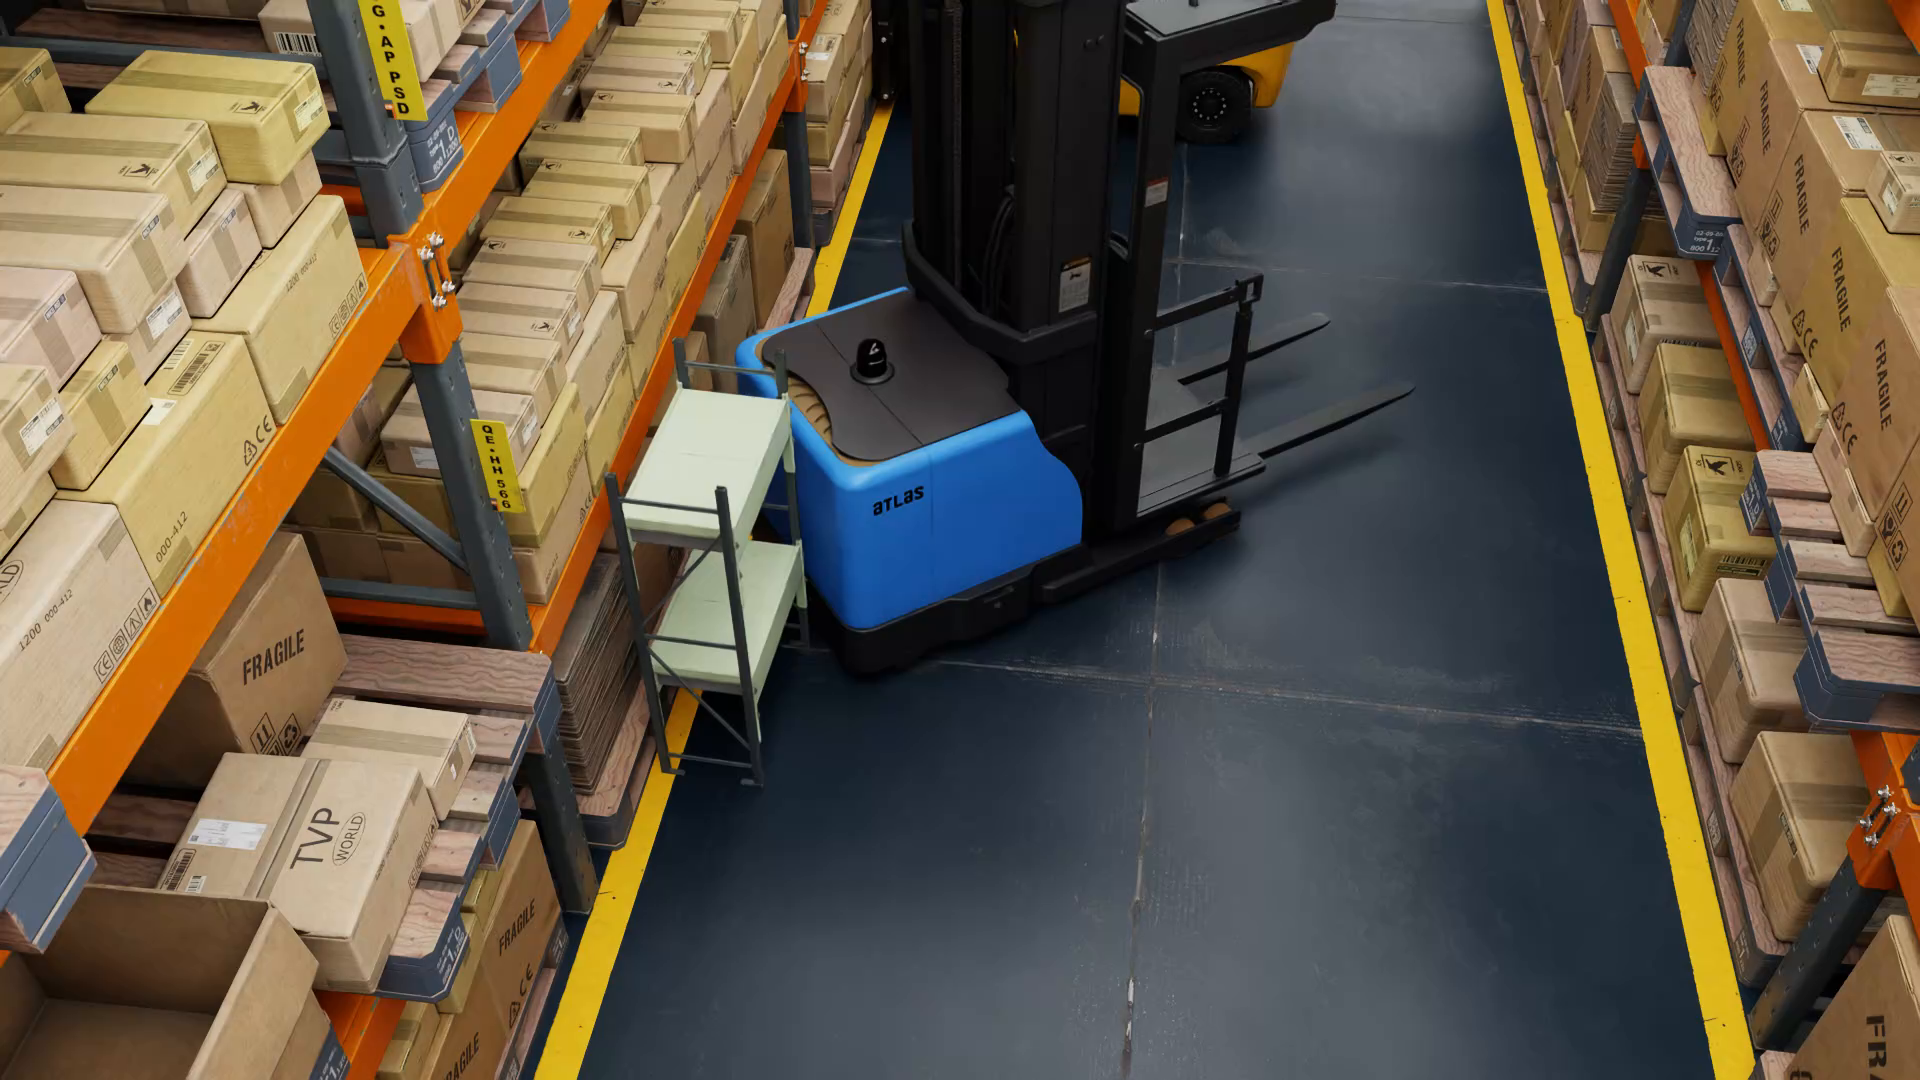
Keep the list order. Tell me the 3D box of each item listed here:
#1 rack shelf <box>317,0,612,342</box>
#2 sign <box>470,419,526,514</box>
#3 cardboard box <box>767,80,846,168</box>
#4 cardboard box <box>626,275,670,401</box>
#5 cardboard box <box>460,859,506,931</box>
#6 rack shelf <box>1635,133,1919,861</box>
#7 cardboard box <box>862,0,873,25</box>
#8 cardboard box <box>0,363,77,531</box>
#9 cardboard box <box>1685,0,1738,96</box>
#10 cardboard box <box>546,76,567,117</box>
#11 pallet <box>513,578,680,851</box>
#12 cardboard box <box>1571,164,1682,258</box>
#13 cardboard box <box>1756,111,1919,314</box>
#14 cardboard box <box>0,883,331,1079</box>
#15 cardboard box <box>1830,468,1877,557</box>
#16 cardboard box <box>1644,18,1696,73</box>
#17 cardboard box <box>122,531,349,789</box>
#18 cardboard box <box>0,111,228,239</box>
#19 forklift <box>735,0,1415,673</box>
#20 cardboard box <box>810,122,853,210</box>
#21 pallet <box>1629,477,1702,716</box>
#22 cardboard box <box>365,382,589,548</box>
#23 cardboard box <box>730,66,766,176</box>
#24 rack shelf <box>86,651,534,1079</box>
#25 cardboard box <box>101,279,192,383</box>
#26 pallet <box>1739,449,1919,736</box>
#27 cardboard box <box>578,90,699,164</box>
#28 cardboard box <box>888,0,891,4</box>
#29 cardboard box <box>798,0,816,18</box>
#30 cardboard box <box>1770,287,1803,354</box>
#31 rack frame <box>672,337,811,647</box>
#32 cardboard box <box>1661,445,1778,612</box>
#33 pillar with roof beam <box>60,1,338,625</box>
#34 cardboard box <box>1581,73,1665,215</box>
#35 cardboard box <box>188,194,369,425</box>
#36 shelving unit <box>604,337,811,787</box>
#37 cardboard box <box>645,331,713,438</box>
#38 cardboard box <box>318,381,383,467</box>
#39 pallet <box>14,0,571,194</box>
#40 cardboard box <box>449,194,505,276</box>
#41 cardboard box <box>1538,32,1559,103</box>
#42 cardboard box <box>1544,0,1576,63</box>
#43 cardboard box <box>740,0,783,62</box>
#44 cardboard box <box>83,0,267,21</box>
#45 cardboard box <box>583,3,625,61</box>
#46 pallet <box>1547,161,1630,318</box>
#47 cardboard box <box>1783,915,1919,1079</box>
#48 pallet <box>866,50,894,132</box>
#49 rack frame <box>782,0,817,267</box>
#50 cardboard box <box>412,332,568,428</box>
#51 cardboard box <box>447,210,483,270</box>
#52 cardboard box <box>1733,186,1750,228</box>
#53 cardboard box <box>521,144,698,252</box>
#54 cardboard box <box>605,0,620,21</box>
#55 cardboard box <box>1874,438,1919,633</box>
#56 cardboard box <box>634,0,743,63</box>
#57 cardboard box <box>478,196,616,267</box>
[{"bbox_3d":[-1.530,-2.039,5.586,1.077,0.370,4.000,5,44,6],"label":"rack shelf"},{"bbox_3d":[-1.256,-0.197,4.514,0.100,0.325,0.005,5,44,6],"label":"sign"},{"bbox_3d":[-0.896,-2.211,8.757,0.500,0.250,0.500,5,44,5],"label":"cardboard box"},{"bbox_3d":[-1.361,-0.768,6.011,0.500,0.250,0.500,4,44,4],"label":"cardboard box"},{"bbox_3d":[-1.609,1.031,5.042,0.380,0.149,0.250,3,44,3],"label":"cardboard box"},{"bbox_3d":[3.390,-0.501,6.143,1.077,0.370,4.000,5,44,6],"label":"rack shelf"},{"bbox_3d":[-0.759,-3.080,9.311,0.500,0.250,0.500,7,44,7],"label":"cardboard box"},{"bbox_3d":[-1.688,-0.162,2.683,0.380,0.149,0.250,4,44,5],"label":"cardboard box"},{"bbox_3d":[3.308,-2.129,6.745,0.500,0.500,0.500,6,44,7],"label":"cardboard box"},{"bbox_3d":[-1.746,-1.762,6.407,0.380,0.149,0.250,5,44,5],"label":"cardboard box"},{"bbox_3d":[-1.647,0.607,6.478,1.003,0.211,1.213,5,44,6],"label":"pallet"},{"bbox_3d":[3.466,-1.707,8.588,0.500,0.250,0.500,7,44,7],"label":"cardboard box"},{"bbox_3d":[3.107,-1.101,5.659,0.500,0.500,0.500,4,44,4],"label":"cardboard box"},{"bbox_3d":[-1.827,1.091,3.558,0.797,0.503,0.637,4,44,5],"label":"cardboard box"},{"bbox_3d":[2.888,-0.071,5.042,0.380,0.149,0.250,5,44,5],"label":"cardboard box"},{"bbox_3d":[3.395,-2.281,7.682,0.380,0.149,0.250,5,44,5],"label":"cardboard box"},{"bbox_3d":[-2.018,0.300,4.396,0.500,0.500,0.500,7,44,7],"label":"cardboard box"},{"bbox_3d":[-1.687,-0.705,3.256,0.380,0.149,0.250,4,44,4],"label":"cardboard box"},{"bbox_3d":[0.632,-1.288,6.500,3.031,2.935,1.130,-22,48,-21],"label":"forklift"},{"bbox_3d":[-0.874,-2.028,8.927,0.500,0.250,0.500,6,44,6],"label":"cardboard box"},{"bbox_3d":[3.394,0.251,6.853,1.003,0.211,1.213,5,44,6],"label":"pallet"},{"bbox_3d":[-1.469,-0.253,5.103,0.500,0.250,0.500,5,44,5],"label":"cardboard box"},{"bbox_3d":[-1.134,-1.809,7.111,0.500,0.250,0.500,5,44,5],"label":"cardboard box"},{"bbox_3d":[-2.059,1.776,3.738,1.077,0.370,4.000,5,44,6],"label":"rack shelf"},{"bbox_3d":[-1.717,-0.413,3.164,0.380,0.149,0.250,6,44,6],"label":"cardboard box"},{"bbox_3d":[3.114,0.175,5.046,1.213,0.211,1.003,5,44,6],"label":"pallet"},{"bbox_3d":[-1.189,-1.532,6.164,0.380,0.149,0.250,4,44,4],"label":"cardboard box"},{"bbox_3d":[-0.686,-3.241,9.844,0.500,0.250,0.500,5,44,5],"label":"cardboard box"},{"bbox_3d":[-0.949,-2.889,8.069,0.500,0.500,0.500,4,44,4],"label":"cardboard box"},{"bbox_3d":[3.062,-0.769,5.780,0.380,0.149,0.250,4,44,4],"label":"cardboard box"},{"bbox_3d":[-0.810,-0.137,6.326,0.400,1.500,0.023,7,44,7],"label":"rack frame"},{"bbox_3d":[3.406,-0.002,6.698,0.950,0.372,0.625,7,44,7],"label":"cardboard box"},{"bbox_3d":[1.751,-2.606,3.479,9.100,9.000,0.400,5,44,6],"label":"pillar with roof beam"},{"bbox_3d":[3.467,-1.980,8.330,0.500,0.500,0.500,5,44,5],"label":"cardboard box"},{"bbox_3d":[-1.622,-0.511,3.558,0.500,0.250,0.500,4,44,4],"label":"cardboard box"},{"bbox_3d":[-0.874,0.111,6.064,0.431,1.500,0.755,7,44,7],"label":"shelving unit"},{"bbox_3d":[-1.531,-0.467,7.006,0.875,0.625,0.625,4,44,4],"label":"cardboard box"},{"bbox_3d":[-1.952,-0.360,4.926,0.380,0.149,0.250,7,44,7],"label":"cardboard box"},{"bbox_3d":[-1.794,-1.339,4.461,1.213,0.211,1.003,7,44,7],"label":"pallet"},{"bbox_3d":[-1.876,-0.996,5.888,0.500,0.250,0.500,5,44,5],"label":"cardboard box"},{"bbox_3d":[3.668,-2.761,9.701,0.500,0.250,0.500,8,44,8],"label":"cardboard box"},{"bbox_3d":[3.661,-3.039,9.449,0.500,0.500,0.500,6,44,6],"label":"cardboard box"},{"bbox_3d":[-1.078,-2.343,7.311,0.500,0.250,0.500,4,44,5],"label":"cardboard box"},{"bbox_3d":[-1.953,-1.589,4.318,0.500,0.250,0.500,5,44,6],"label":"cardboard box"},{"bbox_3d":[-1.664,-2.037,6.988,0.500,0.250,0.500,5,44,5],"label":"cardboard box"},{"bbox_3d":[3.708,-1.574,8.781,1.003,0.211,1.213,5,44,6],"label":"pallet"},{"bbox_3d":[2.952,1.683,4.553,0.875,0.875,0.875,5,44,5],"label":"cardboard box"},{"bbox_3d":[-0.961,-2.934,10.217,1.003,0.211,1.213,5,44,6],"label":"pallet"},{"bbox_3d":[-1.266,-2.574,7.809,1.000,3.000,0.127,5,44,6],"label":"rack frame"},{"bbox_3d":[-1.427,-0.493,5.066,0.380,0.149,0.250,6,44,6],"label":"cardboard box"},{"bbox_3d":[-1.859,-1.064,5.670,0.380,0.149,0.250,5,44,5],"label":"cardboard box"},{"bbox_3d":[3.189,-1.298,6.339,0.380,0.149,0.250,6,44,6],"label":"cardboard box"},{"bbox_3d":[-1.297,-1.302,6.211,0.500,0.250,0.500,6,44,6],"label":"cardboard box"},{"bbox_3d":[-1.646,-2.278,6.952,0.380,0.149,0.250,5,44,5],"label":"cardboard box"},{"bbox_3d":[2.910,-0.031,4.529,0.500,0.500,0.500,4,44,4],"label":"cardboard box"},{"bbox_3d":[-1.095,-2.062,6.724,0.380,0.149,0.250,4,44,4],"label":"cardboard box"},{"bbox_3d":[-1.393,-1.023,5.627,0.380,0.149,0.250,6,44,6],"label":"cardboard box"}]
